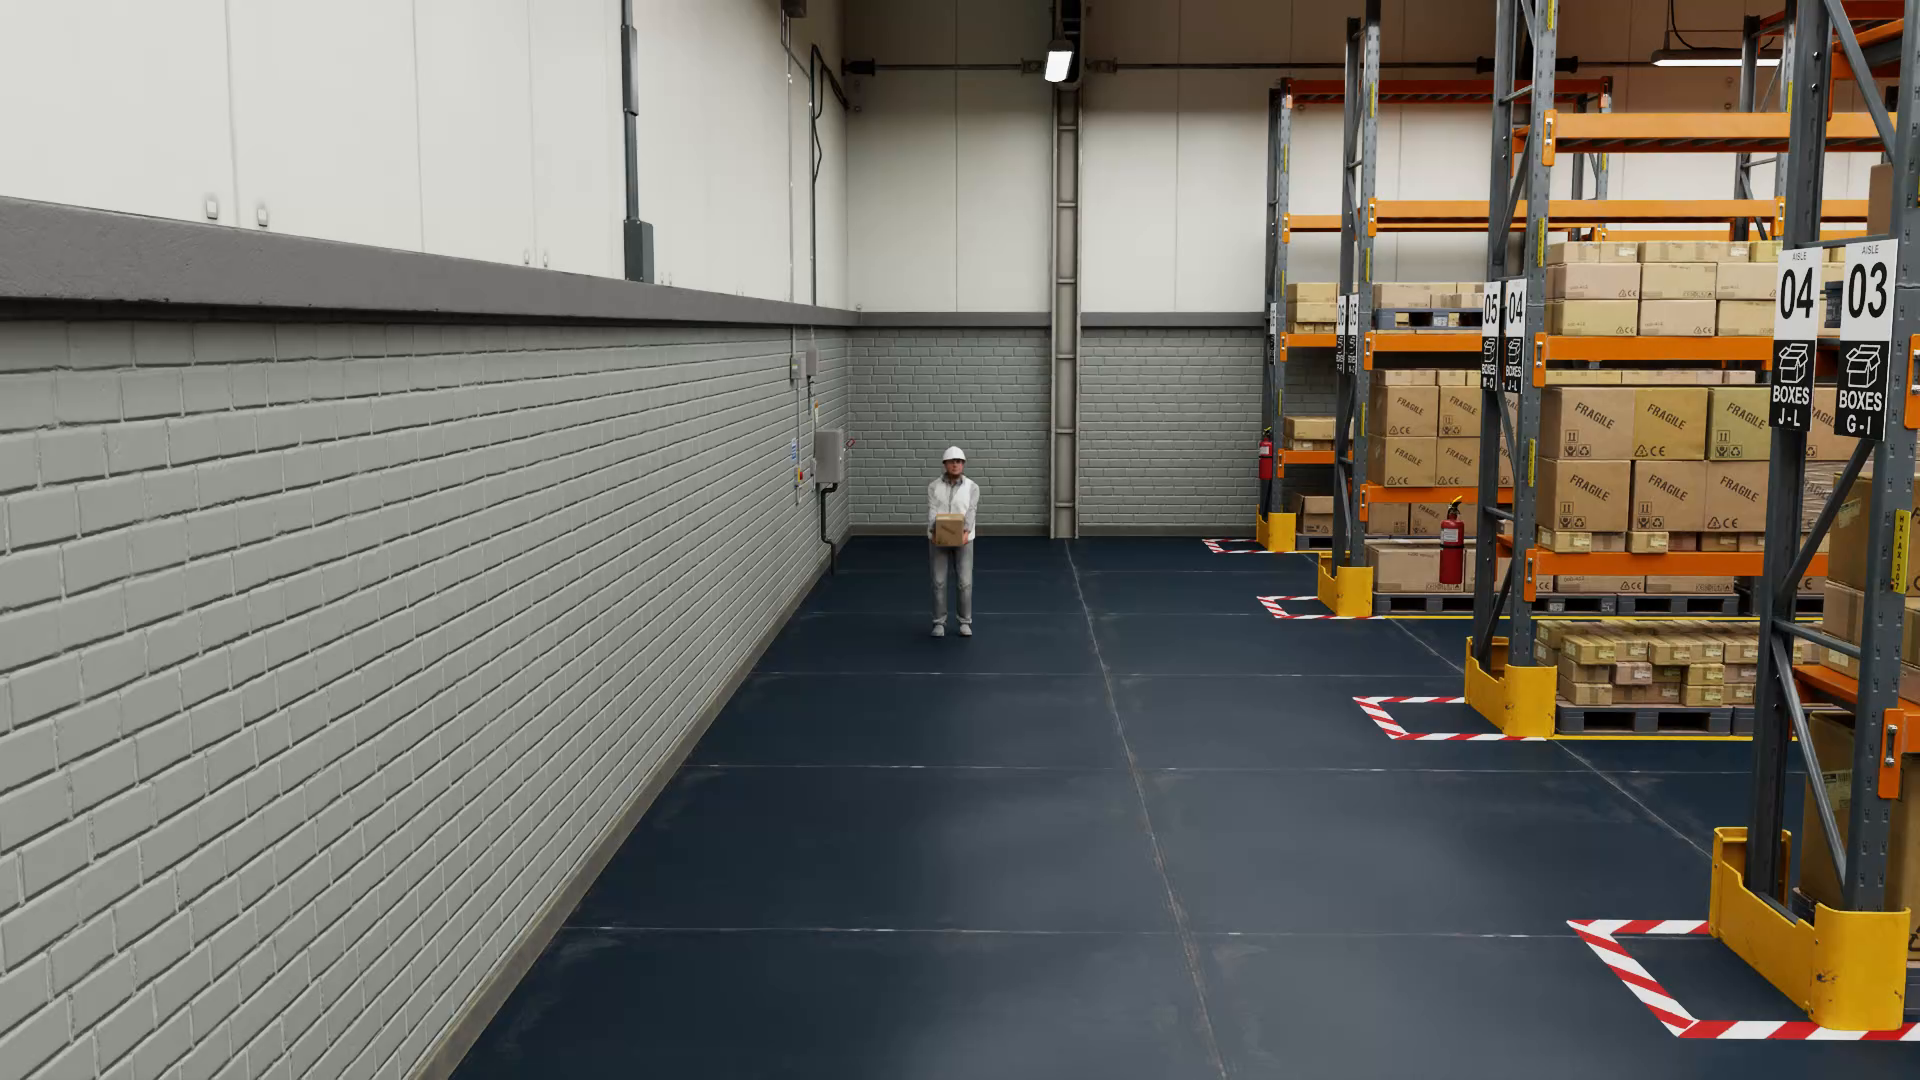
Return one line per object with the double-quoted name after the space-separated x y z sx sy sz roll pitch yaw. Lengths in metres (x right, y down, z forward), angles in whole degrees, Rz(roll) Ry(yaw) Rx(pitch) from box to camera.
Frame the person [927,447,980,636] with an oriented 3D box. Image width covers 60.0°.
-0.067 0.020 15.540 0.494 1.763 0.557 0 7 2 "person"
